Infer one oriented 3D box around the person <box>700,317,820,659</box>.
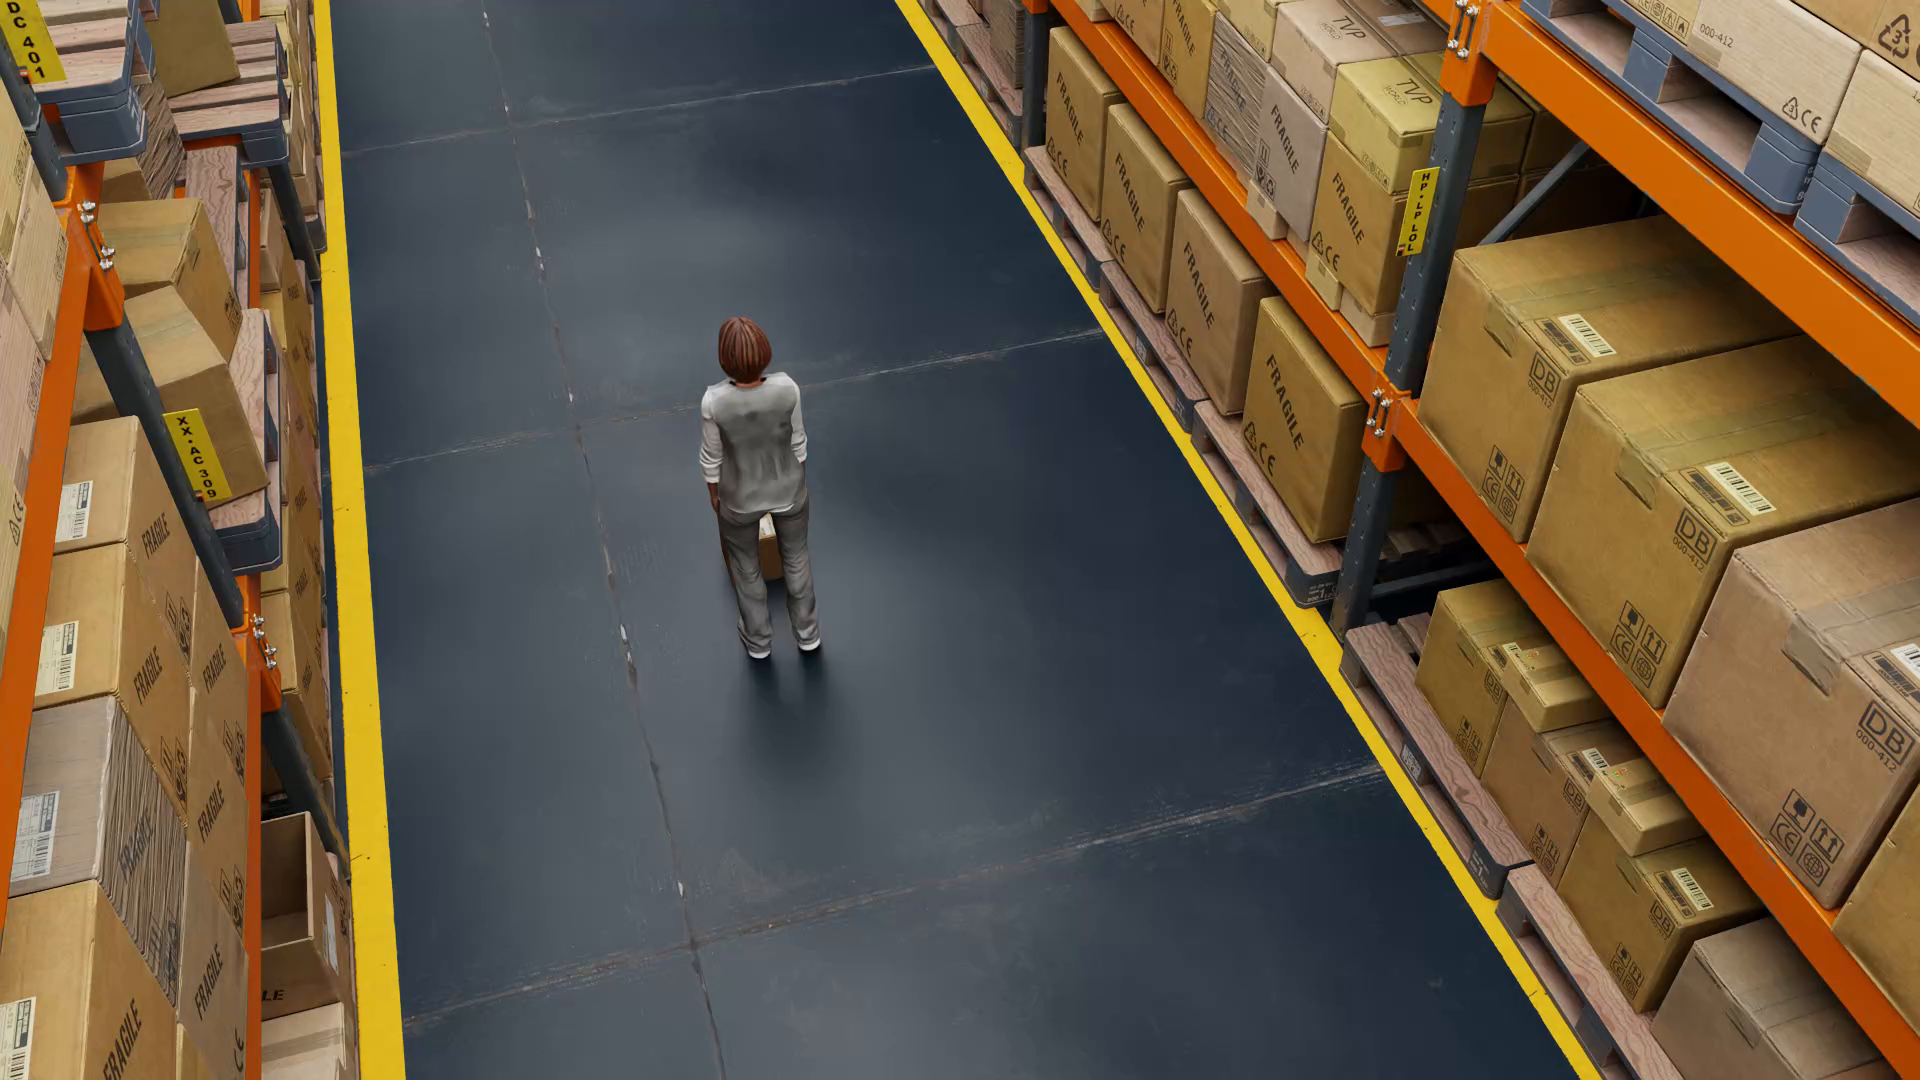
[{"bbox_3d":[-0.773,-0.172,6.368,0.407,1.604,0.308,-11,44,-12],"label":"person"}]
